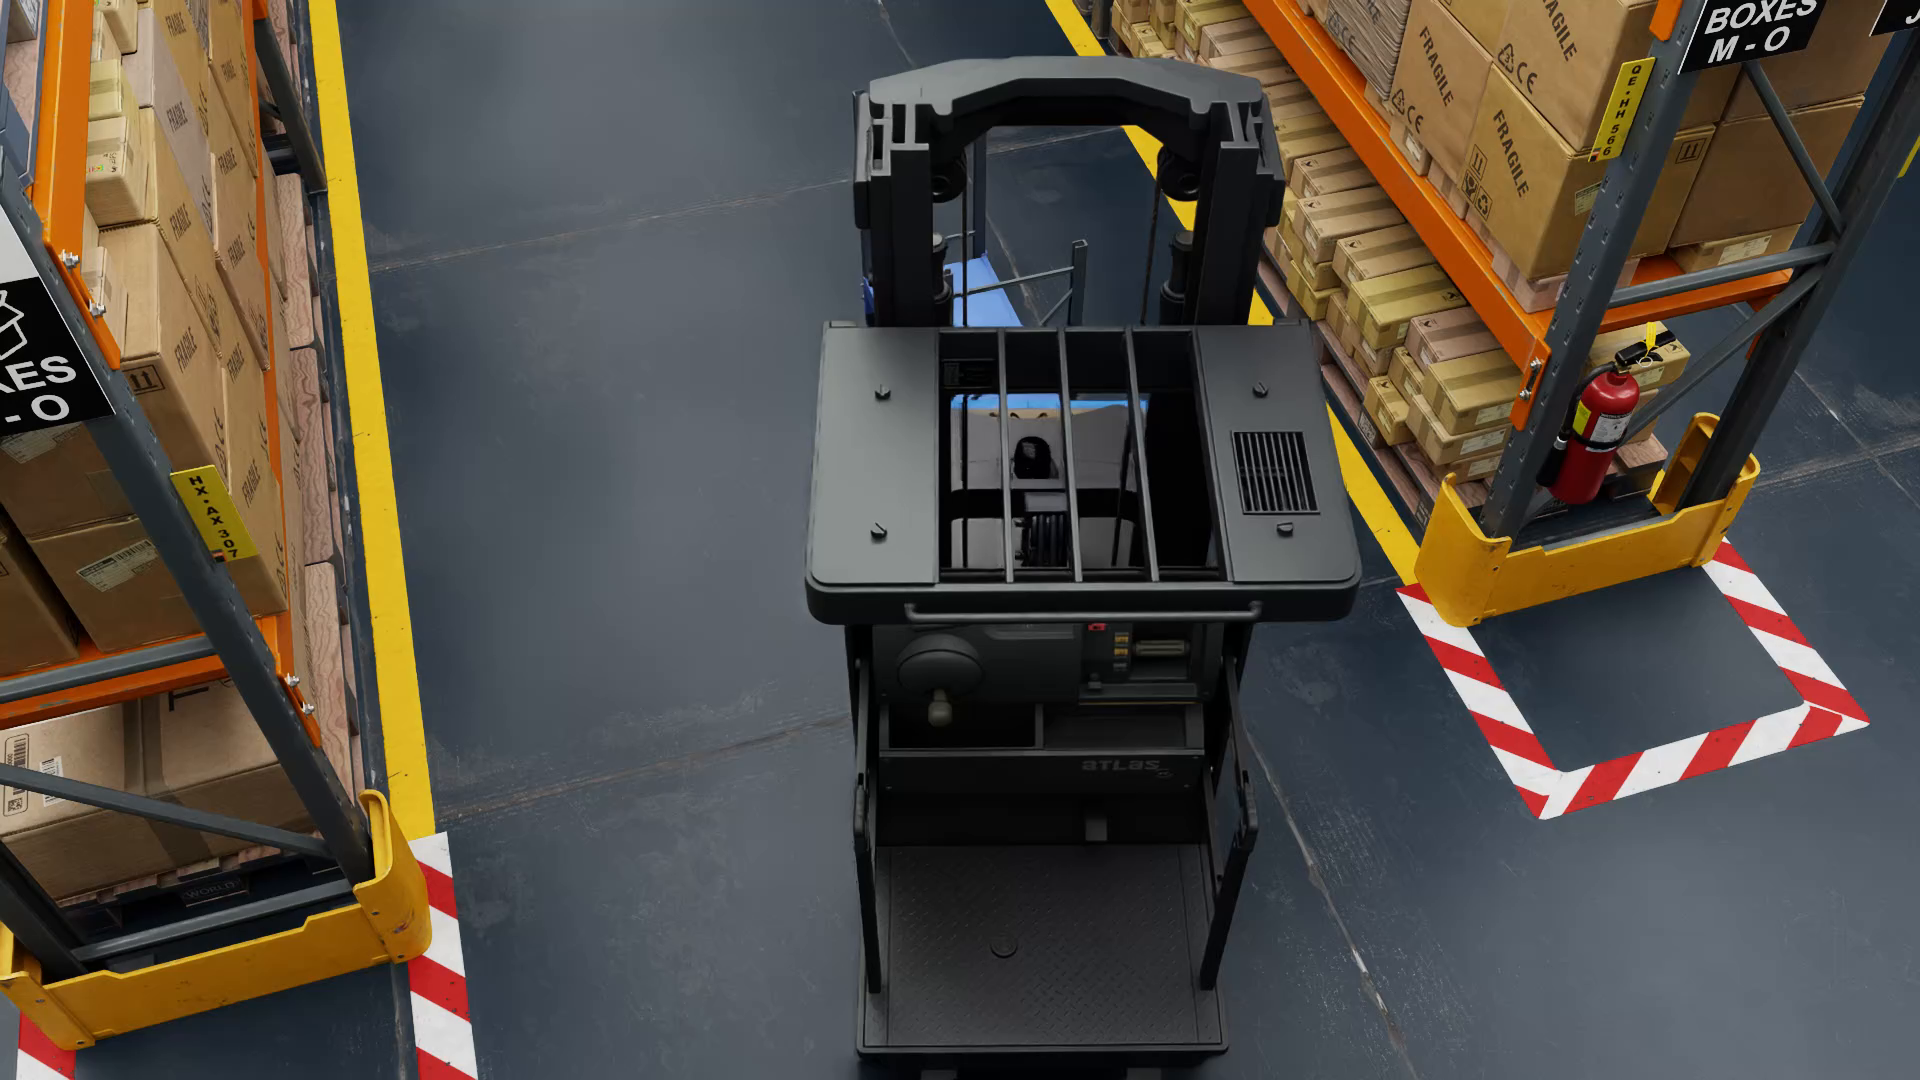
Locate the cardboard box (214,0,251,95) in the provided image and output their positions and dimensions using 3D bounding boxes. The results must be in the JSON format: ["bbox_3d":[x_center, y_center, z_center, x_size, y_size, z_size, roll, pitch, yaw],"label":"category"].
[{"bbox_3d":[-2.971,-1.931,6.141,0.500,0.500,0.500,-14,51,-12],"label":"cardboard box"}]

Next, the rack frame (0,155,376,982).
[{"bbox_3d":[-2.327,0.367,4.269,1.000,3.000,0.127,-13,51,-11],"label":"rack frame"}]

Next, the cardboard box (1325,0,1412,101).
[{"bbox_3d":[1.687,-1.970,5.978,0.500,0.500,0.500,-13,51,-11],"label":"cardboard box"}]

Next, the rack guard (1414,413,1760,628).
[{"bbox_3d":[2.349,-0.076,6.277,1.175,0.500,0.348,-13,51,-11],"label":"rack guard"}]

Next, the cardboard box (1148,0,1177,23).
[{"bbox_3d":[1.118,-2.643,8.007,0.380,0.149,0.250,-11,51,-9],"label":"cardboard box"}]

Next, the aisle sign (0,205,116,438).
[{"bbox_3d":[-2.029,-0.484,3.286,0.394,0.787,0.004,-13,51,-11],"label":"aisle sign"}]

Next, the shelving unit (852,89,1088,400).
[{"bbox_3d":[0.015,-0.793,6.227,0.538,1.500,1.048,-14,51,-11],"label":"shelving unit"}]

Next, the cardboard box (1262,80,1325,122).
[{"bbox_3d":[1.495,-1.899,7.380,0.380,0.149,0.250,-15,52,-12],"label":"cardboard box"}]

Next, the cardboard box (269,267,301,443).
[{"bbox_3d":[-3.161,-0.728,6.592,0.875,0.438,0.875,-15,51,-12],"label":"cardboard box"}]

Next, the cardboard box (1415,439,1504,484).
[{"bbox_3d":[2.017,-0.380,6.488,0.380,0.149,0.250,-13,51,-10],"label":"cardboard box"}]

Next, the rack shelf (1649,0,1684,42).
[{"bbox_3d":[1.780,-3.022,5.634,1.077,0.370,4.000,-13,51,-11],"label":"rack shelf"}]

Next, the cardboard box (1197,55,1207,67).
[{"bbox_3d":[1.335,-2.191,7.820,0.380,0.149,0.250,-16,52,-13],"label":"cardboard box"}]

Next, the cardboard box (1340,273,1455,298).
[{"bbox_3d":[1.807,-1.058,6.865,0.380,0.149,0.250,-14,51,-11],"label":"cardboard box"}]

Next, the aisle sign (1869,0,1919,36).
[{"bbox_3d":[2.680,-1.679,4.293,0.394,0.787,0.004,-13,51,-11],"label":"aisle sign"}]

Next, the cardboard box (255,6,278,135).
[{"bbox_3d":[-3.770,-2.440,7.750,0.875,0.875,0.875,-12,51,-10],"label":"cardboard box"}]

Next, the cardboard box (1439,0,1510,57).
[{"bbox_3d":[1.849,-1.925,5.286,0.500,0.500,0.500,-15,51,-12],"label":"cardboard box"}]

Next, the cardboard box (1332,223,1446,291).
[{"bbox_3d":[1.740,-1.124,6.726,0.380,0.149,0.250,-15,52,-12],"label":"cardboard box"}]

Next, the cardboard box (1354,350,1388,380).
[{"bbox_3d":[1.848,-0.757,6.806,0.380,0.149,0.250,-14,51,-11],"label":"cardboard box"}]

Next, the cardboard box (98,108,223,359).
[{"bbox_3d":[-2.356,-0.779,4.515,0.500,0.500,0.500,-15,51,-12],"label":"cardboard box"}]

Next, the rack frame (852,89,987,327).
[{"bbox_3d":[-0.142,-1.163,6.539,0.500,1.500,0.032,-14,51,-11],"label":"rack frame"}]

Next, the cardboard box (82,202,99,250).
[{"bbox_3d":[-2.313,-0.694,4.019,0.380,0.149,0.250,-12,51,-10],"label":"cardboard box"}]

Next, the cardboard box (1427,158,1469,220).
[{"bbox_3d":[1.879,-1.289,5.829,0.380,0.149,0.250,-14,51,-11],"label":"cardboard box"}]

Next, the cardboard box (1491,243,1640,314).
[{"bbox_3d":[2.005,-0.920,5.517,0.380,0.149,0.250,-13,51,-11],"label":"cardboard box"}]

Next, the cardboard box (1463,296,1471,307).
[{"bbox_3d":[2.278,-0.951,6.775,0.380,0.149,0.250,-13,51,-11],"label":"cardboard box"}]

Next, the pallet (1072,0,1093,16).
[{"bbox_3d":[0.957,-3.417,9.282,1.003,0.211,1.213,-13,51,-11],"label":"pallet"}]

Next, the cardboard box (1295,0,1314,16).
[{"bbox_3d":[1.520,-2.250,6.639,0.380,0.149,0.250,-12,51,-10],"label":"cardboard box"}]

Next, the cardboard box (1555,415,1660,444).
[{"bbox_3d":[2.523,-0.498,6.587,0.380,0.149,0.250,-12,51,-10],"label":"cardboard box"}]

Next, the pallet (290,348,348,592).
[{"bbox_3d":[-2.995,-0.190,6.562,1.003,0.211,1.213,-13,51,-11],"label":"pallet"}]

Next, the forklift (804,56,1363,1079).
[{"bbox_3d":[0.237,0.405,4.281,1.130,2.935,3.031,0,50,0],"label":"forklift"}]

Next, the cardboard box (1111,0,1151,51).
[{"bbox_3d":[0.990,-2.626,8.381,0.380,0.149,0.250,-15,52,-13],"label":"cardboard box"}]

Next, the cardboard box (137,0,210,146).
[{"bbox_3d":[-2.664,-1.517,5.137,0.500,0.500,0.500,-13,51,-11],"label":"cardboard box"}]

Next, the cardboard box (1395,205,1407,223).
[{"bbox_3d":[2.017,-1.524,7.258,0.380,0.149,0.250,-11,51,-9],"label":"cardboard box"}]

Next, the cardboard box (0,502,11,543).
[{"bbox_3d":[-2.697,-0.286,4.100,0.500,0.500,0.500,-12,51,-10],"label":"cardboard box"}]

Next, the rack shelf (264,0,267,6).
[{"bbox_3d":[-4.101,-3.784,8.238,1.077,0.370,4.000,-13,51,-11],"label":"rack shelf"}]

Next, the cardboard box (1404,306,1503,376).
[{"bbox_3d":[1.954,-0.760,6.420,0.380,0.149,0.250,-12,51,-10],"label":"cardboard box"}]

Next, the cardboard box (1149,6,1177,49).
[{"bbox_3d":[1.151,-2.558,8.130,0.380,0.149,0.250,-13,51,-11],"label":"cardboard box"}]

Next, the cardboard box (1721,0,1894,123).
[{"bbox_3d":[2.493,-1.665,5.067,0.500,0.500,0.500,-14,51,-11],"label":"cardboard box"}]

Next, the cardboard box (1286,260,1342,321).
[{"bbox_3d":[1.627,-1.107,7.101,0.380,0.149,0.250,-15,52,-13],"label":"cardboard box"}]

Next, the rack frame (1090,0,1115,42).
[{"bbox_3d":[1.189,-3.748,7.737,1.000,3.000,0.127,-13,51,-11],"label":"rack frame"}]

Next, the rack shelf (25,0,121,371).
[{"bbox_3d":[-2.918,-1.829,4.628,1.077,0.370,4.000,-13,51,-11],"label":"rack shelf"}]

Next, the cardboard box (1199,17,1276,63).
[{"bbox_3d":[1.338,-2.284,7.704,0.380,0.149,0.250,-15,51,-12],"label":"cardboard box"}]

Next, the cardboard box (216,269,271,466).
[{"bbox_3d":[-2.371,-0.444,4.887,0.500,0.500,0.500,-14,51,-11],"label":"cardboard box"}]

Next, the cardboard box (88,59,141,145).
[{"bbox_3d":[-2.375,-1.098,4.360,0.380,0.149,0.250,-15,51,-12],"label":"cardboard box"}]

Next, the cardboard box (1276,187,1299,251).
[{"bbox_3d":[1.564,-1.405,7.158,0.380,0.149,0.250,-11,51,-9],"label":"cardboard box"}]

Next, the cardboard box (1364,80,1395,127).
[{"bbox_3d":[1.732,-1.670,6.150,0.380,0.149,0.250,-15,52,-13],"label":"cardboard box"}]

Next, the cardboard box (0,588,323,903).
[{"bbox_3d":[-2.618,0.598,5.475,0.875,0.438,0.875,-15,51,-12],"label":"cardboard box"}]

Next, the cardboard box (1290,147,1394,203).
[{"bbox_3d":[1.635,-1.525,7.065,0.380,0.149,0.250,-15,51,-12],"label":"cardboard box"}]

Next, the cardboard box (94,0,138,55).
[{"bbox_3d":[-2.537,-1.470,4.673,0.380,0.149,0.250,-13,51,-11],"label":"cardboard box"}]

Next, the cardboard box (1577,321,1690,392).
[{"bbox_3d":[2.541,-0.694,6.364,0.380,0.149,0.250,-15,52,-13],"label":"cardboard box"}]

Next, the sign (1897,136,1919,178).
[{"bbox_3d":[2.890,-1.228,5.047,0.100,0.325,0.005,-13,51,-11],"label":"sign"}]

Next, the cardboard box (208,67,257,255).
[{"bbox_3d":[-2.668,-1.182,5.509,0.500,0.500,0.500,-12,51,-10],"label":"cardboard box"}]

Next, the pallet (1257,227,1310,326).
[{"bbox_3d":[1.786,-1.474,7.644,1.003,0.211,1.213,-13,51,-11],"label":"pallet"}]

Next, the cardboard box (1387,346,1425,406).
[{"bbox_3d":[1.917,-0.663,6.532,0.380,0.149,0.250,-14,51,-12],"label":"cardboard box"}]

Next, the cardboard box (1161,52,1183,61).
[{"bbox_3d":[1.192,-2.261,8.074,0.380,0.149,0.250,-14,51,-11],"label":"cardboard box"}]

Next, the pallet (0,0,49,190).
[{"bbox_3d":[-2.556,-1.111,3.610,1.003,0.211,1.213,-13,51,-11],"label":"pallet"}]

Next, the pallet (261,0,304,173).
[{"bbox_3d":[-3.810,-2.202,8.258,1.003,0.211,1.213,-13,51,-11],"label":"pallet"}]

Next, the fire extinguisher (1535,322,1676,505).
[{"bbox_3d":[2.005,-0.393,5.203,0.296,0.674,0.183,-13,51,-11],"label":"fire extinguisher"}]

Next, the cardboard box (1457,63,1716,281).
[{"bbox_3d":[1.993,-1.224,5.350,0.500,0.500,0.500,-12,51,-10],"label":"cardboard box"}]

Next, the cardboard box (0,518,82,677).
[{"bbox_3d":[-2.722,0.042,4.477,0.500,0.500,0.500,-13,51,-11],"label":"cardboard box"}]
